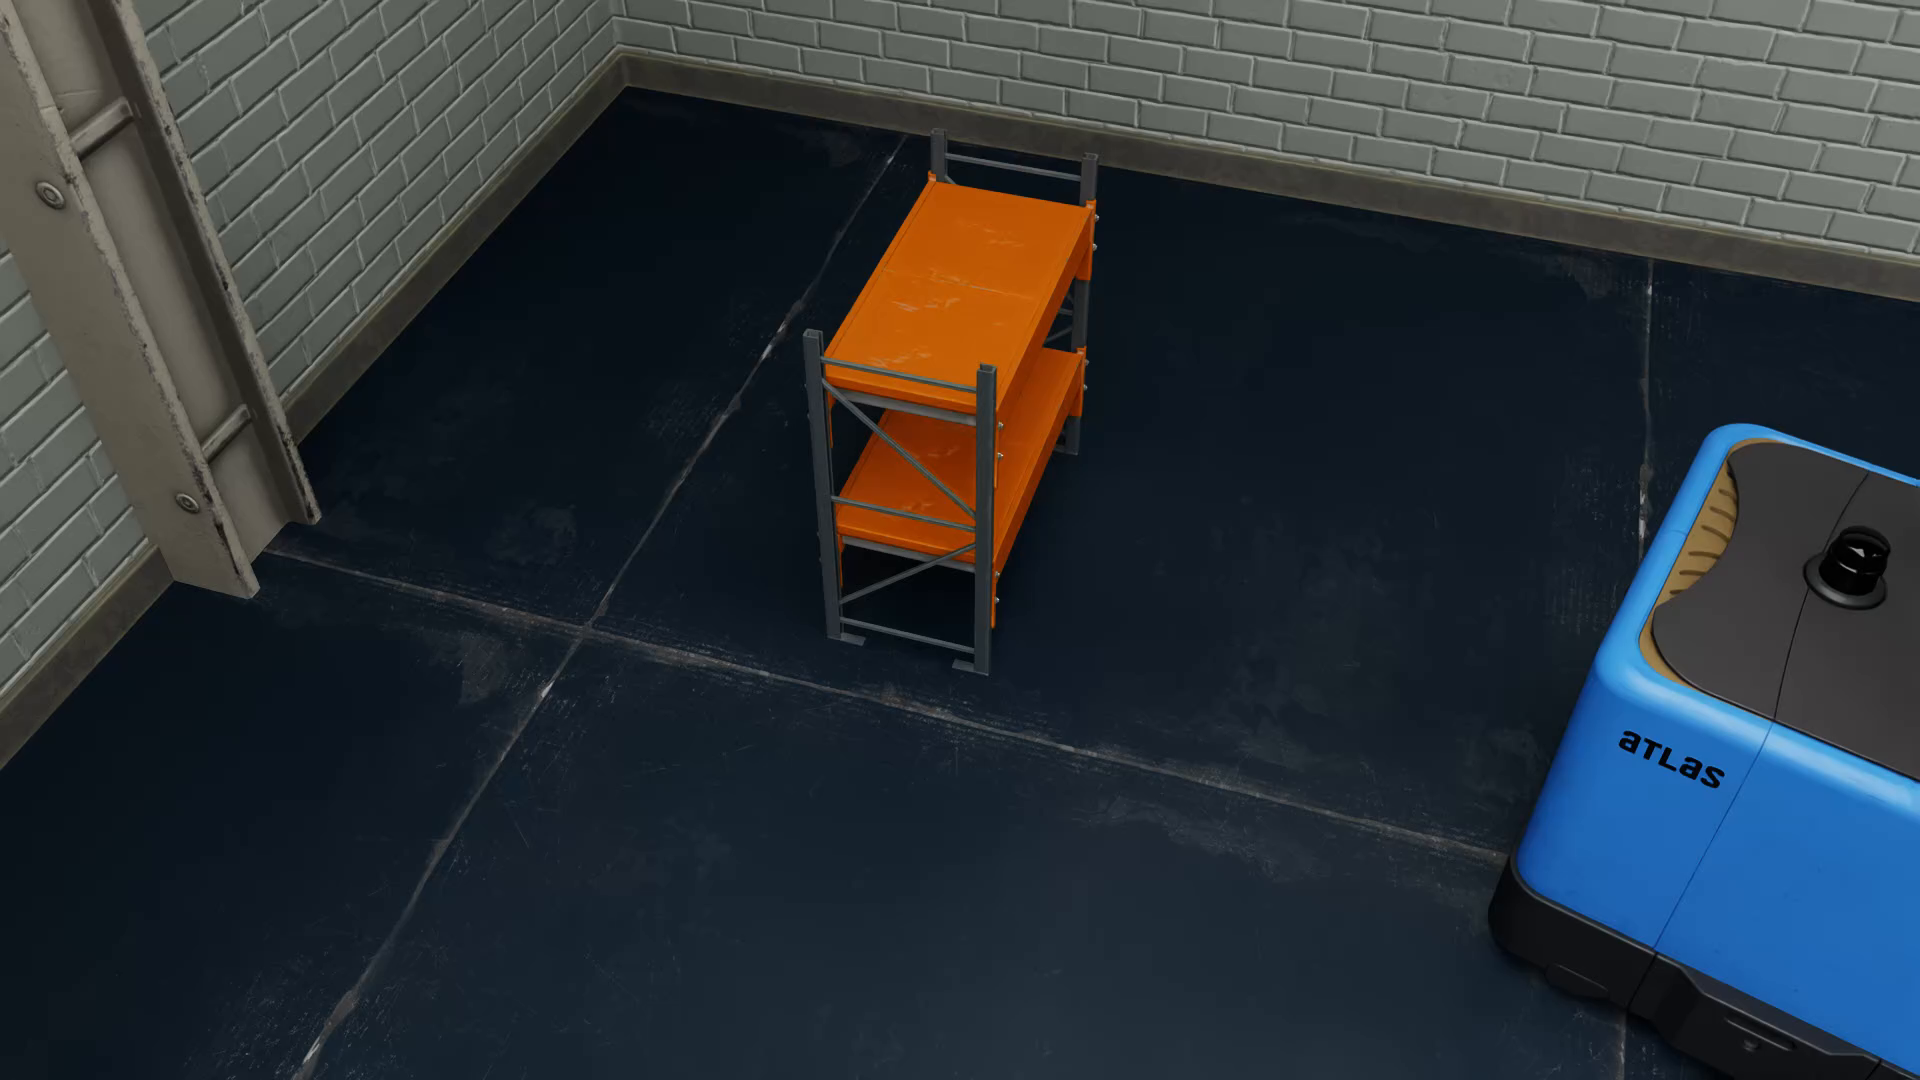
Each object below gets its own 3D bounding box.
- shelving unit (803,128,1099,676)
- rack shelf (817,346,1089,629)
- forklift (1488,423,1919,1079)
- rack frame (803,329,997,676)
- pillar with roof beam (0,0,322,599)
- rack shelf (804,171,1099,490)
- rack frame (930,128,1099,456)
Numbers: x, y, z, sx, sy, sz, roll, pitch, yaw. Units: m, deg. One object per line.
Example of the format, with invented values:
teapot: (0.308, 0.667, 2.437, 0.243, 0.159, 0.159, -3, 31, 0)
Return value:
shelving unit: (0.002, -0.407, 4.861, 0.538, 1.125, 1.048, 13, 46, 13)
rack shelf: (0.002, -0.232, 5.032, 0.538, 0.278, 1.000, 13, 46, 13)
forklift: (2.839, 0.258, 2.891, 3.031, 2.935, 1.130, 24, 49, 23)
rack frame: (-0.152, -0.068, 4.515, 0.500, 1.125, 0.032, 13, 46, 13)
pillar with roof beam: (1.854, -2.288, 1.154, 9.100, 9.000, 0.400, 13, 46, 13)
rack shelf: (0.002, -0.616, 4.656, 0.538, 0.278, 1.000, 13, 46, 13)
rack frame: (0.156, -0.745, 5.207, 0.500, 1.125, 0.032, 13, 46, 13)
